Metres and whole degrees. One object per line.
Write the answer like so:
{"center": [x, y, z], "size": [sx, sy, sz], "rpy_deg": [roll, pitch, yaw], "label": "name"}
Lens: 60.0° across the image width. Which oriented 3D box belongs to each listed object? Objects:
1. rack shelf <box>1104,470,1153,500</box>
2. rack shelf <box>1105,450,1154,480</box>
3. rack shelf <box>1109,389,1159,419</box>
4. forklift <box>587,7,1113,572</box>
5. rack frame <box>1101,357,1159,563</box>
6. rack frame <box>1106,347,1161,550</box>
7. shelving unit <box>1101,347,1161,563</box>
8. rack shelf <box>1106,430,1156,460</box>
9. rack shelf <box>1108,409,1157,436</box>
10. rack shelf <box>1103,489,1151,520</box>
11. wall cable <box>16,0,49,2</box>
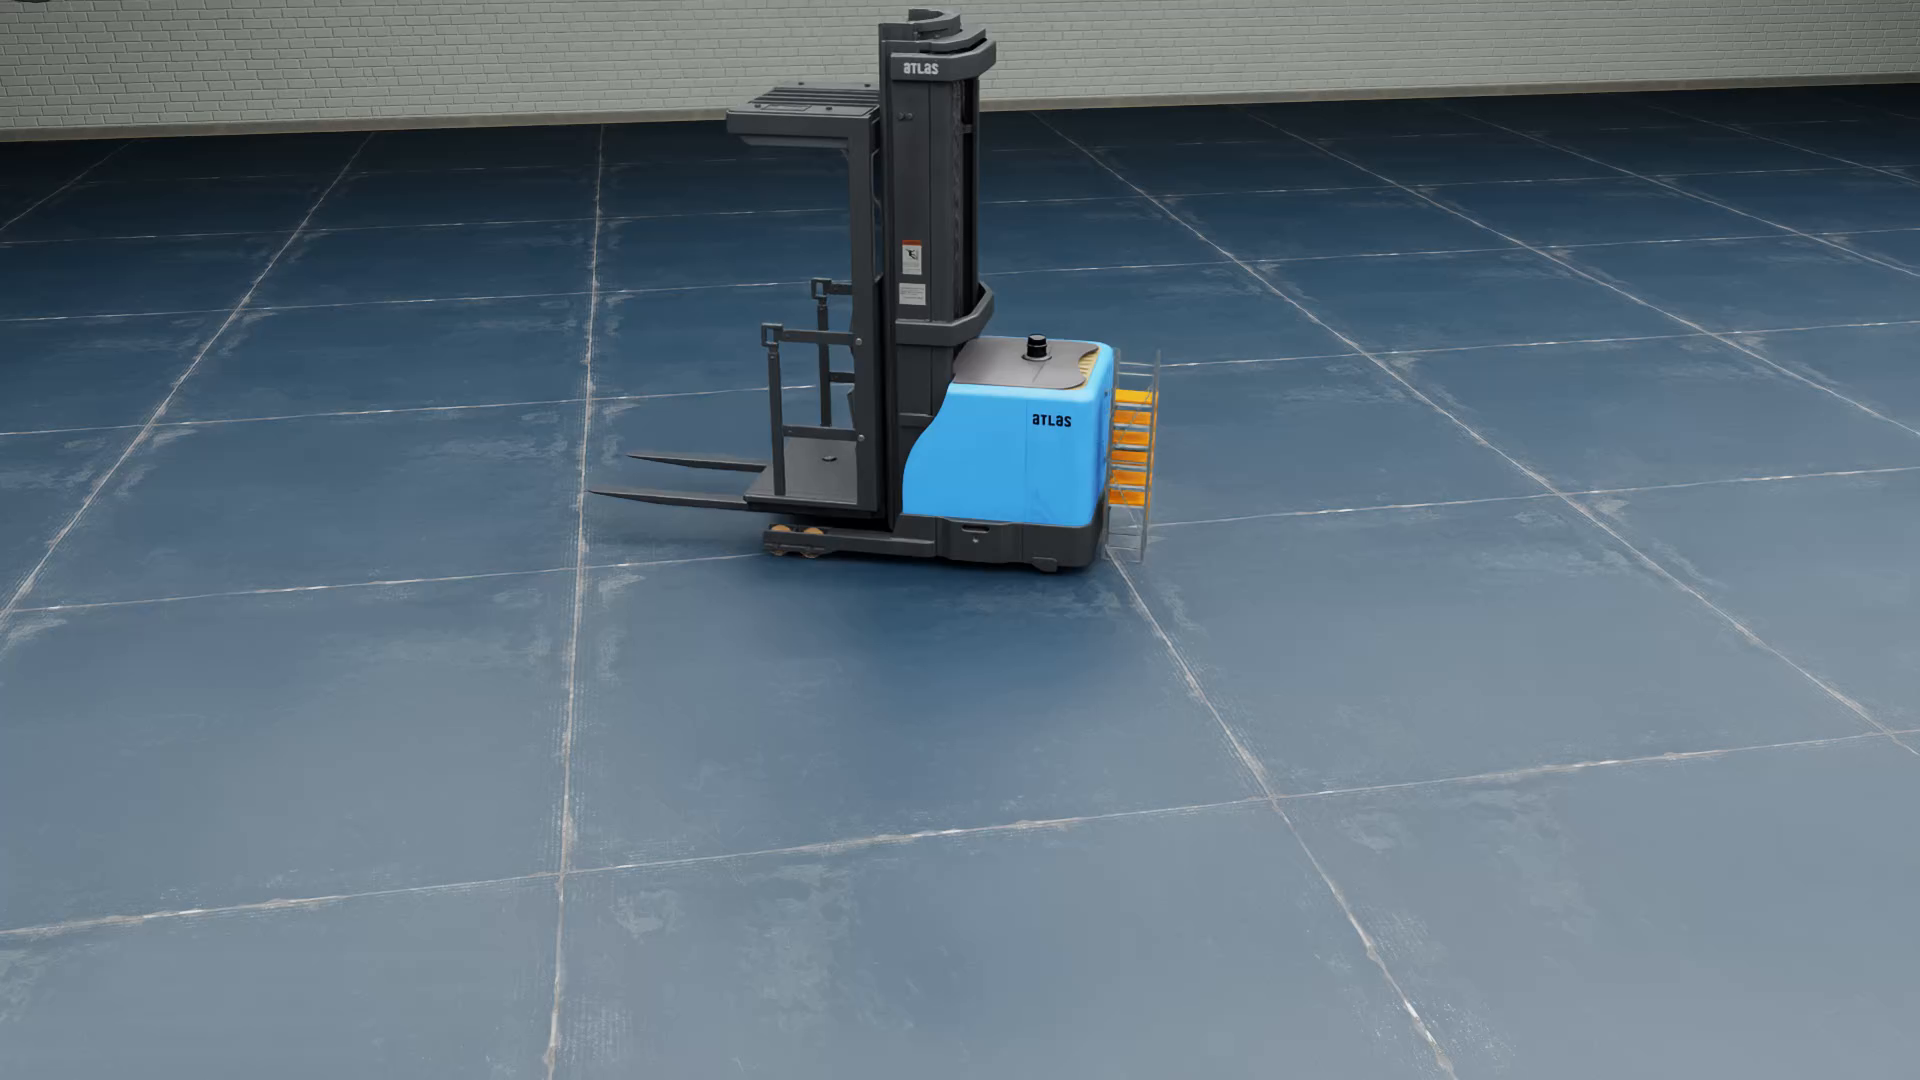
{"center": [0.949, -0.315, 9.374], "size": [0.258, 0.103, 0.180], "rpy_deg": [5, 24, 8], "label": "rack shelf"}
{"center": [0.952, -0.425, 9.326], "size": [0.258, 0.103, 0.180], "rpy_deg": [5, 24, 8], "label": "rack shelf"}
{"center": [0.961, -0.754, 9.180], "size": [0.258, 0.103, 0.180], "rpy_deg": [5, 24, 8], "label": "rack shelf"}
{"center": [-0.664, -1.444, 9.394], "size": [3.031, 2.935, 1.130], "rpy_deg": [5, 24, 10], "label": "forklift"}
{"center": [0.937, -0.429, 9.225], "size": [0.240, 1.200, 0.006], "rpy_deg": [5, 24, 8], "label": "rack frame"}
{"center": [0.969, -0.502, 9.391], "size": [0.240, 1.200, 0.006], "rpy_deg": [5, 24, 8], "label": "rack frame"}
{"center": [0.953, -0.465, 9.308], "size": [0.258, 1.200, 0.189], "rpy_deg": [5, 24, 8], "label": "shelving unit"}
{"center": [0.955, -0.535, 9.277], "size": [0.258, 0.103, 0.180], "rpy_deg": [5, 24, 8], "label": "rack shelf"}
{"center": [0.958, -0.644, 9.229], "size": [0.258, 0.103, 0.180], "rpy_deg": [5, 24, 8], "label": "rack shelf"}
{"center": [0.946, -0.205, 9.423], "size": [0.258, 0.103, 0.180], "rpy_deg": [5, 24, 8], "label": "rack shelf"}
{"center": [-12.773, -7.829, 20.312], "size": [3.097, 2.526, 0.112], "rpy_deg": [-4, 24, -10], "label": "wall cable"}
